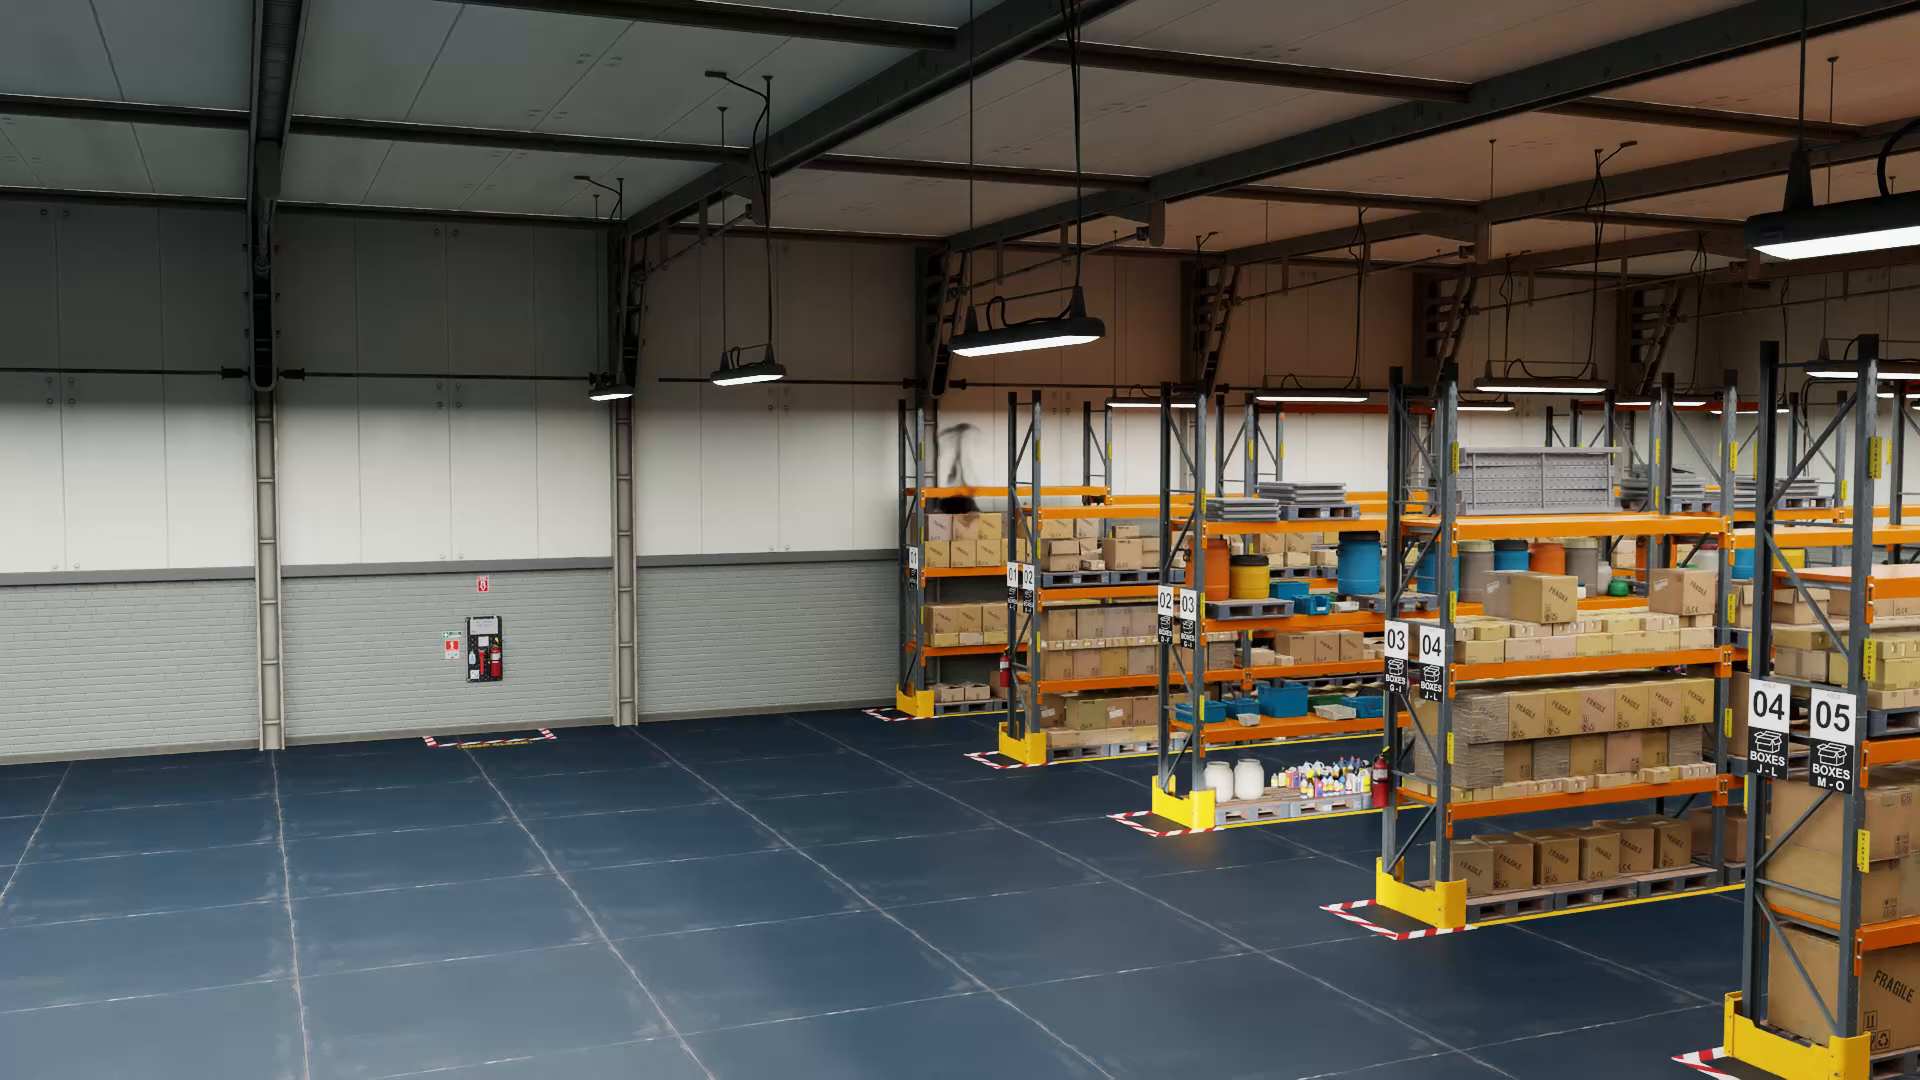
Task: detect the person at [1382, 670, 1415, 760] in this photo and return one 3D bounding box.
[{"bbox_3d":[7.031,2.686,26.499,0.968,1.776,0.657,-2,4,-33],"label":"person"}]
